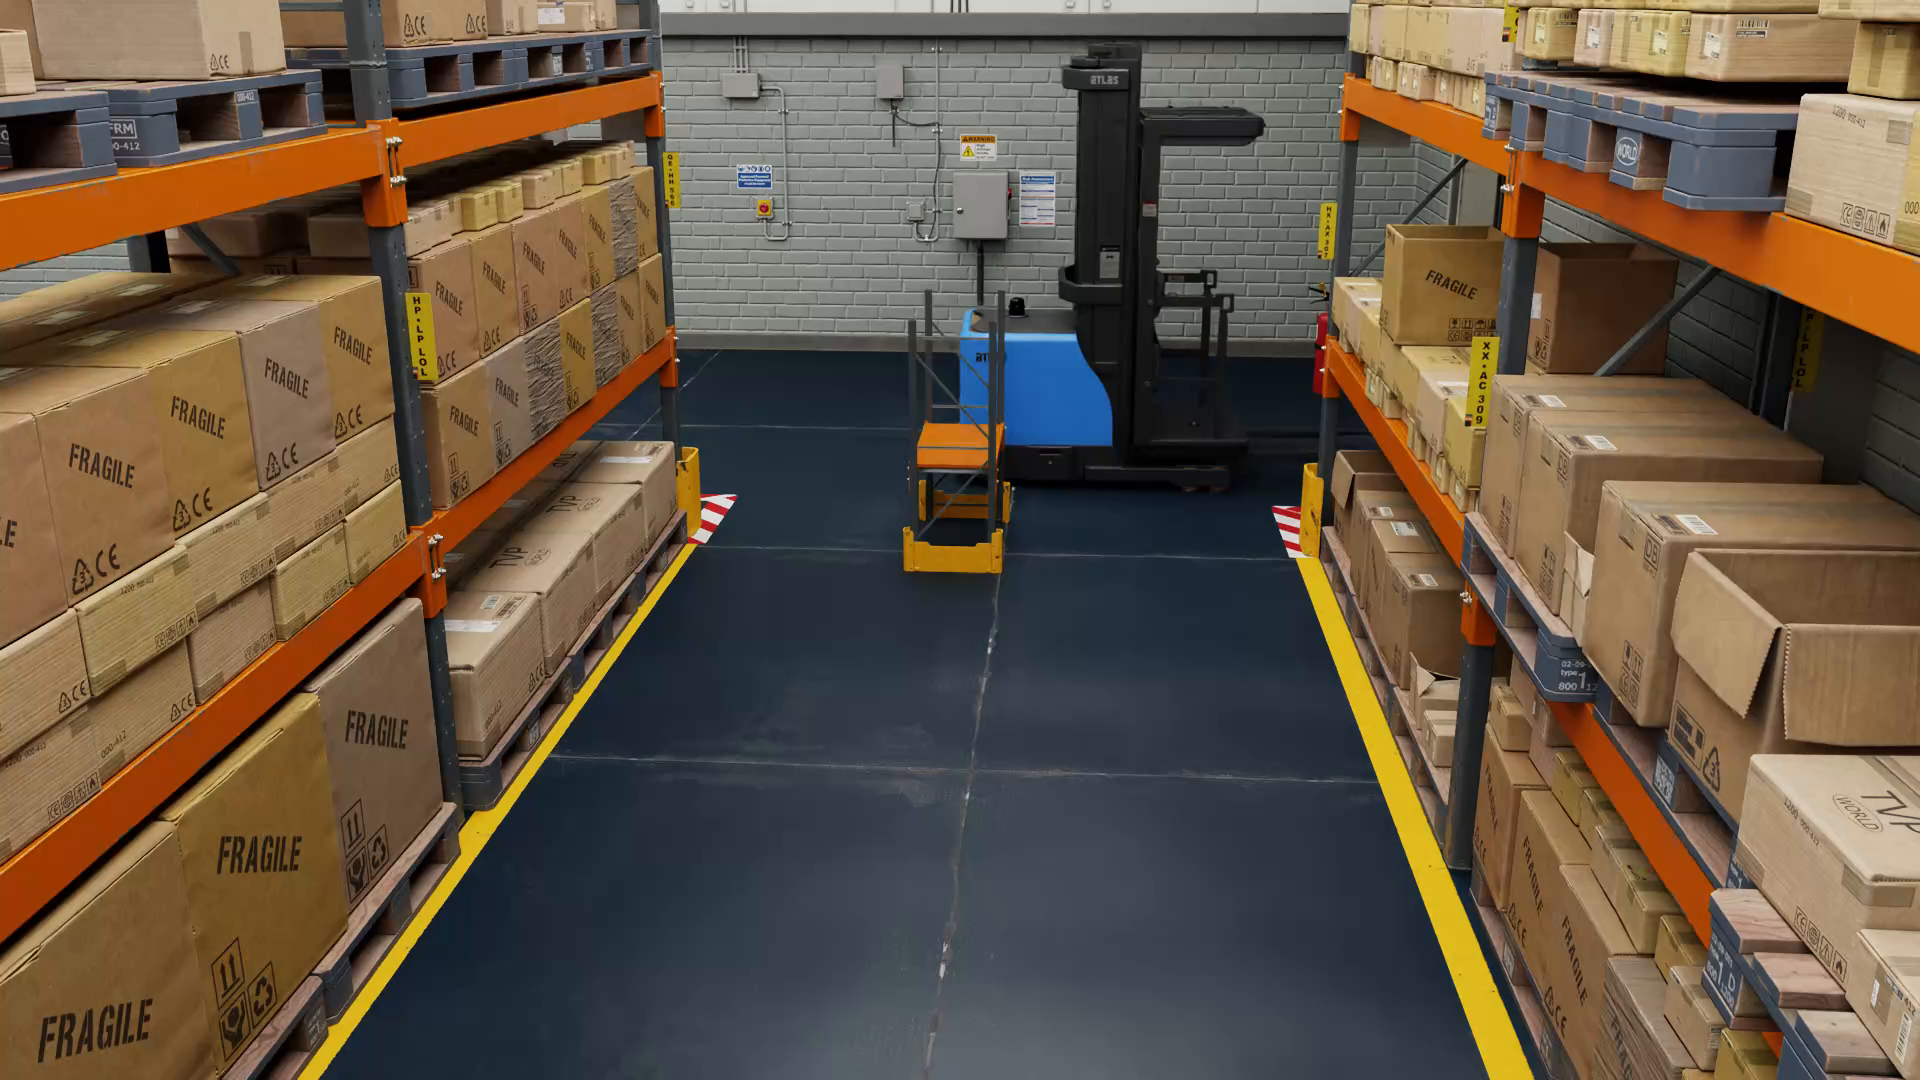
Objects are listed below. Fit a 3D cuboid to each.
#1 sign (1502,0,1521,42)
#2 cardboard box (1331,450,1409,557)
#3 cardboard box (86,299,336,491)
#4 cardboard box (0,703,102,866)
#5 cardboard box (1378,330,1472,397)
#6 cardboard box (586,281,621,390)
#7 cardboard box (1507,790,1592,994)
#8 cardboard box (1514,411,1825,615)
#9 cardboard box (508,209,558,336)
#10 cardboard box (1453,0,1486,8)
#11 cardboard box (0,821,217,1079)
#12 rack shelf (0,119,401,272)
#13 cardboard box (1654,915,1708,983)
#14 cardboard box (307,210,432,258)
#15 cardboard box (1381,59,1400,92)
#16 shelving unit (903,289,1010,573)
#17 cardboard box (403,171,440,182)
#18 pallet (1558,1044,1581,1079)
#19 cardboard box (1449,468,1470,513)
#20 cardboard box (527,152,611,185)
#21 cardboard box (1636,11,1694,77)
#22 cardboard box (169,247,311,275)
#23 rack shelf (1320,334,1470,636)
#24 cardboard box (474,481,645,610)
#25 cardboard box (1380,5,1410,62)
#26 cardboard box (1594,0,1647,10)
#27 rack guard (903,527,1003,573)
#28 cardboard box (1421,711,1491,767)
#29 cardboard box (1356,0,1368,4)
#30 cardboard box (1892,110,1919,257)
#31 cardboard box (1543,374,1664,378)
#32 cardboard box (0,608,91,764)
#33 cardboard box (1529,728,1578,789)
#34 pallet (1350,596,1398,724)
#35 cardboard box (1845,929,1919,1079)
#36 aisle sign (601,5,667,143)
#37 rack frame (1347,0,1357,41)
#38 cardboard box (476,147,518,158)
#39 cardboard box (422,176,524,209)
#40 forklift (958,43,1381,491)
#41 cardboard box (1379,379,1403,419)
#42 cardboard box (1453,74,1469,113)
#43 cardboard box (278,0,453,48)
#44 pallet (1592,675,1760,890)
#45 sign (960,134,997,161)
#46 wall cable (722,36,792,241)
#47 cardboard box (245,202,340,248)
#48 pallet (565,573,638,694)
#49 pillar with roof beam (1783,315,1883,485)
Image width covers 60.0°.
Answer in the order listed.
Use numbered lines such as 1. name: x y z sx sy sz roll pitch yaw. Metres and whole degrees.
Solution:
1. sign: 1.866 -1.822 5.520 0.100 0.325 0.005 1 18 4
2. cardboard box: 2.556 -0.209 9.579 0.797 0.503 0.637 1 18 2
3. cardboard box: -2.355 -0.469 5.270 0.500 0.500 0.500 2 18 5
4. cardboard box: -2.482 0.593 4.036 0.500 0.250 0.500 2 18 6
5. cardboard box: 2.308 -0.846 7.950 0.500 0.250 0.500 1 18 2
6. cardboard box: -2.106 -1.070 8.710 0.500 0.500 0.500 2 18 6
7. cardboard box: 2.120 1.157 5.413 0.500 0.500 0.500 1 18 3
8. cardboard box: 2.112 -0.083 5.023 0.700 0.500 0.500 1 18 5
9. cardboard box: -2.178 -1.232 7.599 0.500 0.500 0.500 2 18 5
10. cardboard box: 2.231 -2.195 6.447 0.500 0.250 0.500 1 18 3
11. cardboard box: -2.630 1.312 4.341 0.875 0.875 0.875 2 18 5
12. rack shelf: -2.687 -0.714 4.122 1.077 0.370 4.000 1 18 4
13. cardboard box: 2.095 1.135 4.439 0.380 0.149 0.250 1 18 4
14. cardboard box: -2.262 -1.174 6.382 0.380 0.149 0.250 1 18 3
15. cardboard box: 2.279 -2.278 8.145 0.380 0.149 0.250 1 18 4
16. shelving unit: -0.005 -0.689 10.117 0.587 1.500 1.083 1 18 4
17. cardboard box: -2.682 -1.657 7.855 0.380 0.149 0.250 1 18 4
18. pallet: 2.302 1.817 4.539 1.003 0.211 1.213 1 18 4
19. cardboard box: 2.175 -0.208 6.645 0.380 0.149 0.250 2 18 5
20. cardboard box: -2.071 -1.970 8.809 0.380 0.149 0.250 2 18 5
21. cardboard box: 1.891 -1.215 4.065 0.380 0.149 0.250 2 18 5
22. cardboard box: -2.786 -0.927 6.667 0.500 0.500 0.500 1 18 3
23. rack shelf: 2.551 -0.421 8.046 1.077 0.370 4.000 1 18 4
24. cardboard box: -2.262 0.016 8.997 0.875 0.438 0.875 2 18 5
25. cardboard box: 2.325 -2.431 7.970 0.500 0.250 0.500 1 18 2
26. cardboard box: 1.948 -1.510 4.489 0.380 0.149 0.250 1 18 3
27. rack guard: -0.041 0.060 9.840 0.587 0.250 0.087 1 18 4
28. cardboard box: 2.154 0.834 6.965 0.380 0.149 0.250 1 18 2
29. cardboard box: 2.412 -2.985 8.858 0.500 0.250 0.500 1 18 3
30. cardboard box: 1.950 -0.574 2.782 0.500 0.250 0.500 1 18 4
31. cardboard box: 2.741 -0.515 6.942 0.500 0.250 0.500 1 18 3
32. cardboard box: -2.462 0.358 3.952 0.500 0.250 0.500 1 18 4
33. cardboard box: 2.173 0.732 5.671 0.380 0.149 0.250 1 18 2
34. pallet: 2.542 0.590 8.283 1.003 0.211 1.213 1 18 4
35. cardboard box: 1.785 0.808 2.869 0.380 0.149 0.250 2 18 5
36. aisle sign: -1.943 -2.744 9.806 0.394 0.787 0.004 1 18 4
37. rack frame: 2.694 -4.235 8.895 1.000 3.000 0.127 1 18 4
38. cardboard box: -2.640 -2.059 9.082 0.380 0.149 0.250 2 18 6
39. cardboard box: -2.221 -1.572 7.596 0.380 0.149 0.250 1 18 4
40. forklift: 1.513 -1.899 11.511 3.031 2.935 1.130 1 18 2
41. cardboard box: 2.256 -0.687 8.107 0.380 0.149 0.250 2 18 5
42. cardboard box: 2.209 -1.801 6.689 0.380 0.149 0.250 1 18 4
43. cardboard box: -2.292 -2.149 6.352 0.500 0.500 0.500 2 18 5
44. pallet: 2.255 0.588 4.120 1.003 0.211 1.213 1 18 4
45. sign: 0.168 -3.611 15.300 0.339 0.242 0.001 1 18 4
46. wall cable: -1.876 -3.743 15.347 0.585 1.953 0.123 1 18 4
47. cardboard box: -2.712 -1.264 6.657 0.380 0.149 0.250 2 18 5
48. pallet: -2.327 0.460 8.682 1.003 0.211 1.213 1 18 4
49. pillar with roof beam: -0.938 -3.285 5.996 9.100 9.000 0.400 1 18 4
